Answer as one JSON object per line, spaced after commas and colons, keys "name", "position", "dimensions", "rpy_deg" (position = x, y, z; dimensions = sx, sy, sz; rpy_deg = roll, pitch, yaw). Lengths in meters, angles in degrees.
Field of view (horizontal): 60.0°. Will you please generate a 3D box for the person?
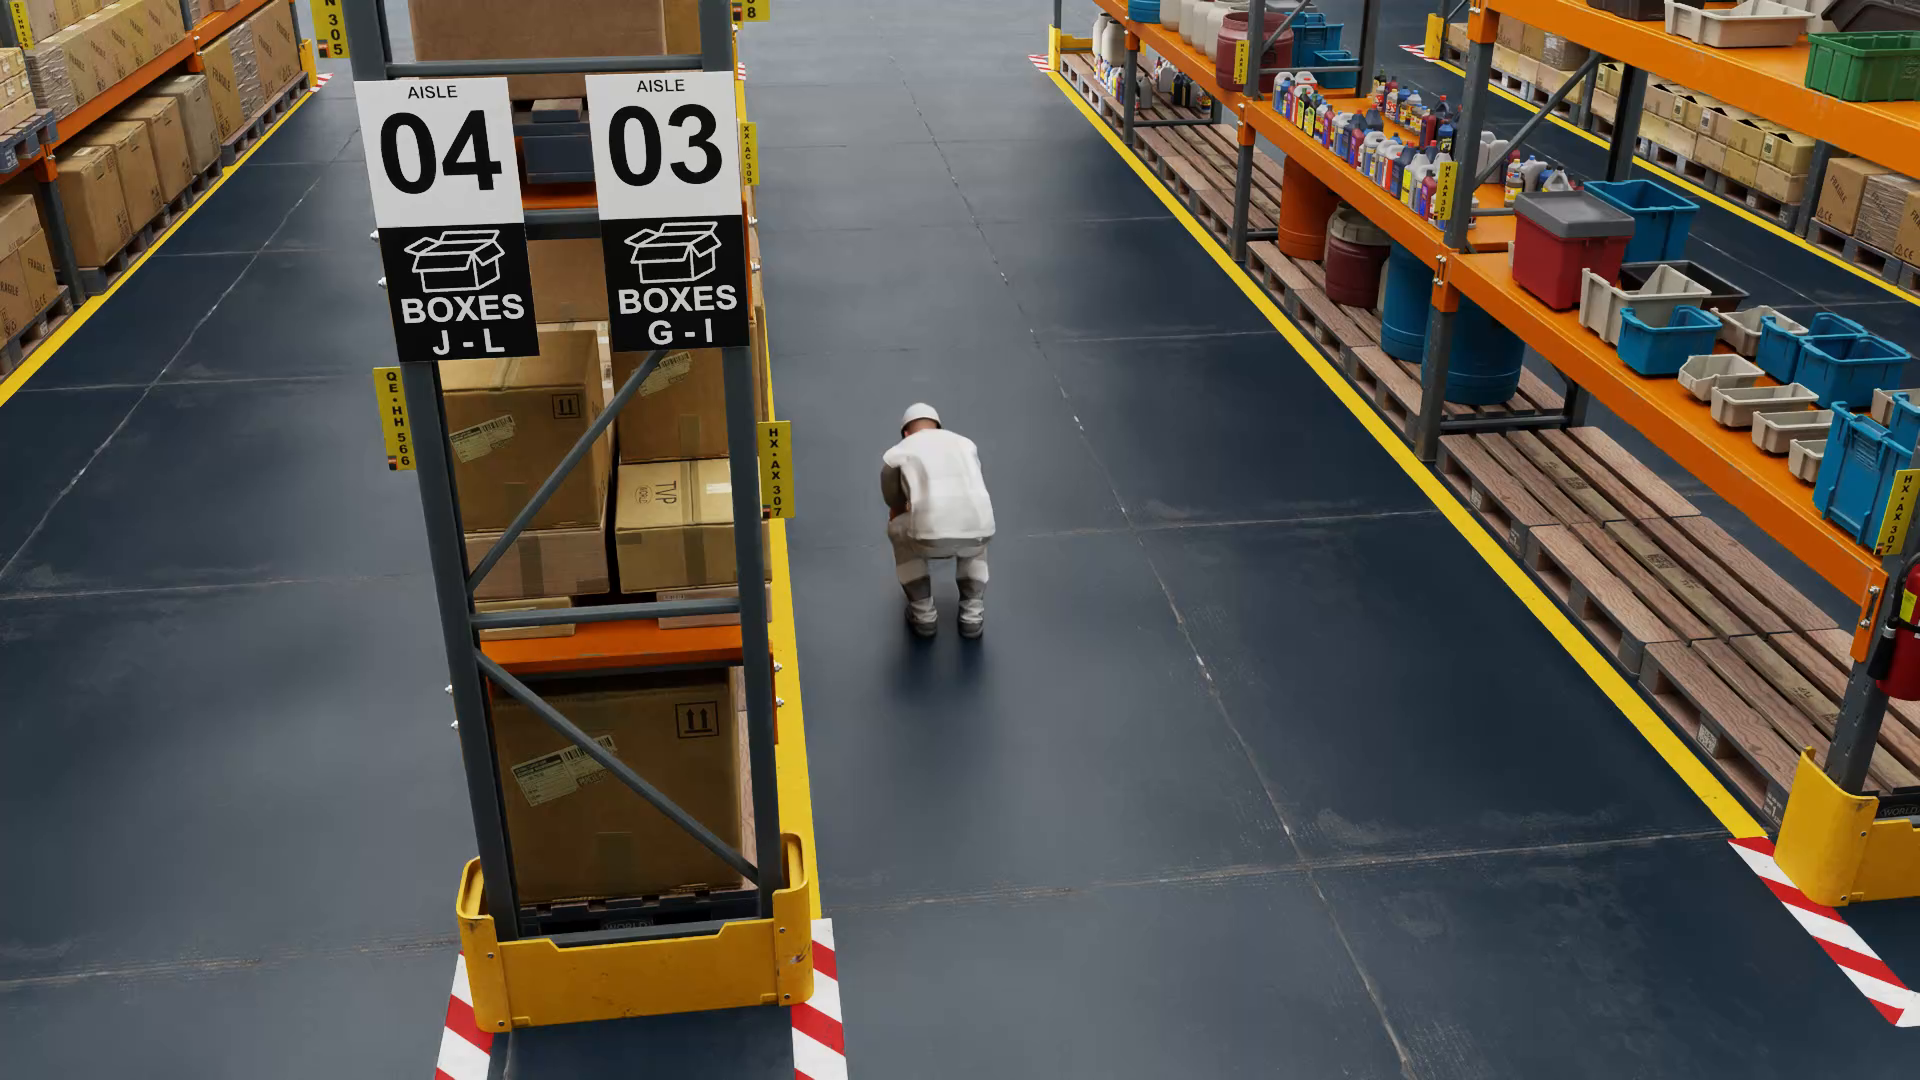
{"name": "person", "position": [-0.103, -0.073, 8.125], "dimensions": [0.528, 0.986, 0.935], "rpy_deg": [-5, 27, -9]}
